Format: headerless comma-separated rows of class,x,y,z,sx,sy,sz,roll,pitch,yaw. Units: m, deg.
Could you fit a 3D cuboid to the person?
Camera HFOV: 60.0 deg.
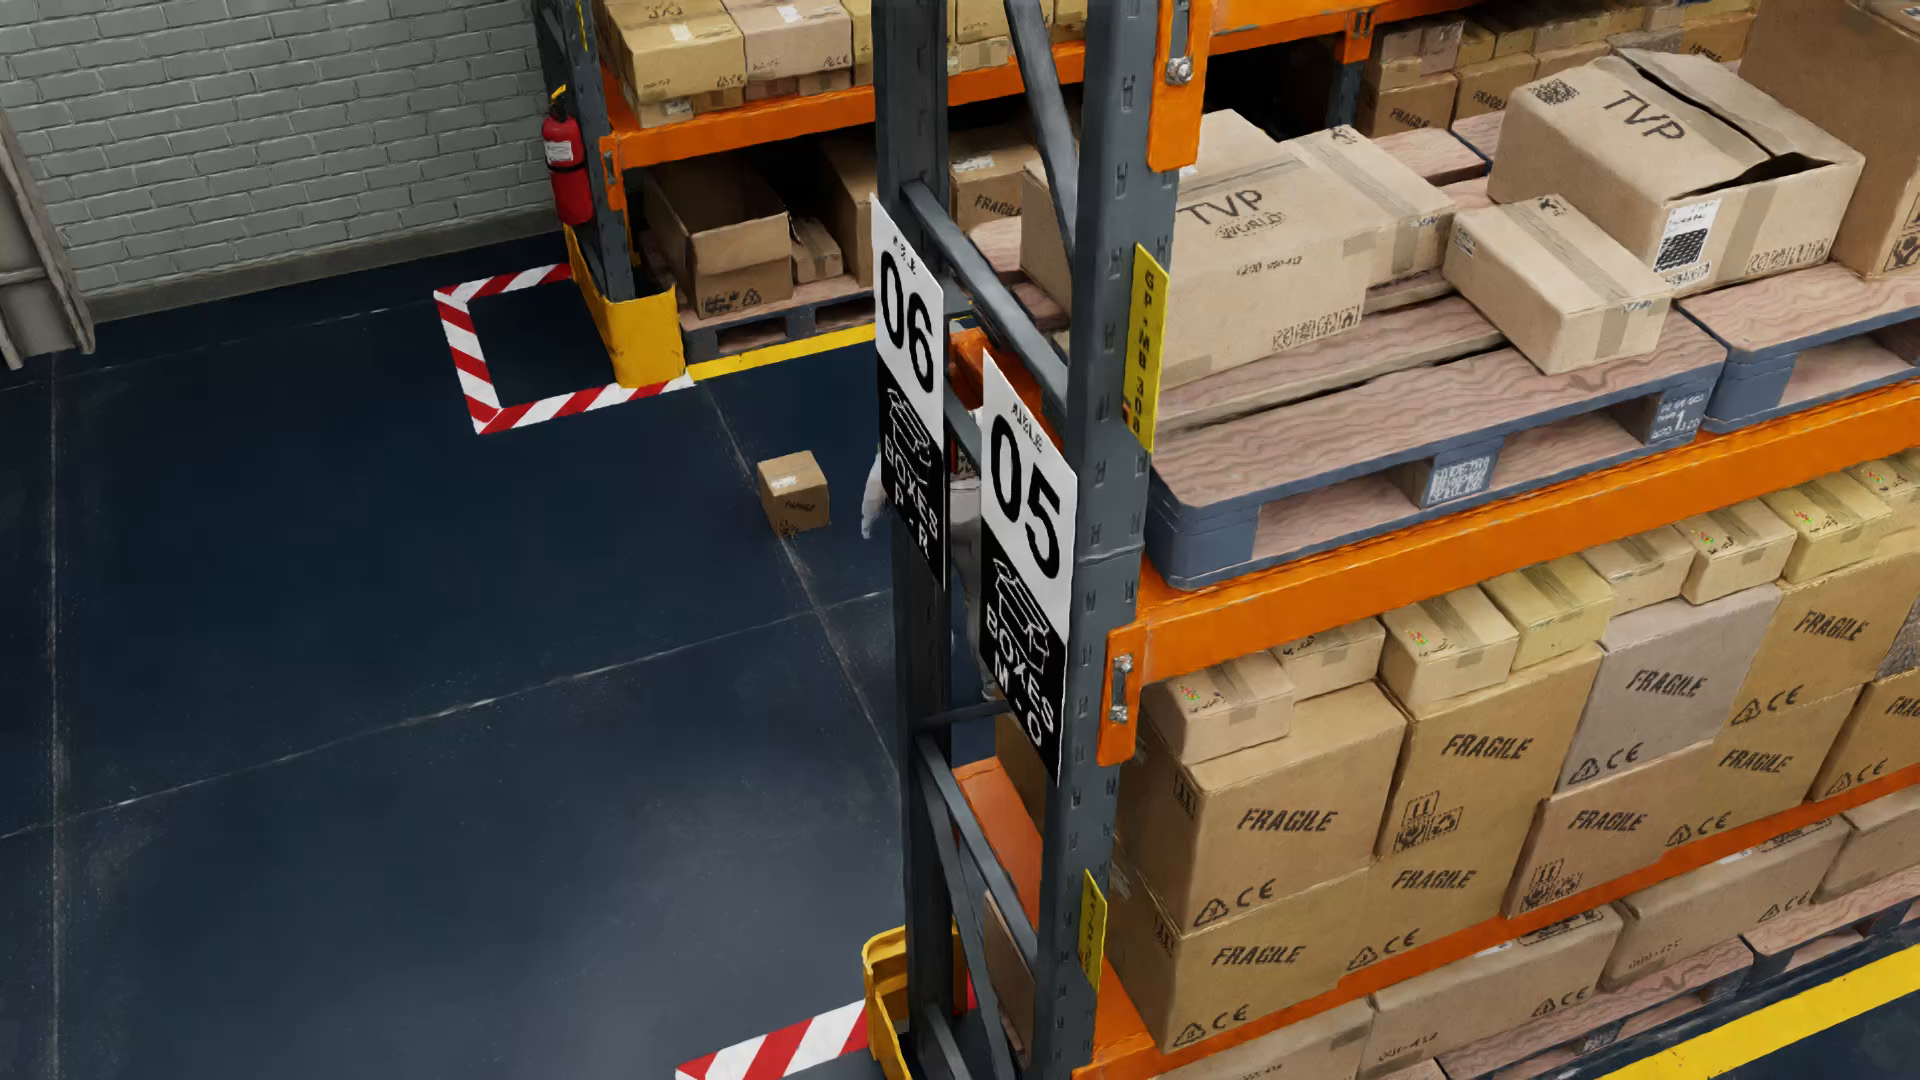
person,-0.058,-0.086,6.252,0.632,1.674,0.460,-3,42,-4
